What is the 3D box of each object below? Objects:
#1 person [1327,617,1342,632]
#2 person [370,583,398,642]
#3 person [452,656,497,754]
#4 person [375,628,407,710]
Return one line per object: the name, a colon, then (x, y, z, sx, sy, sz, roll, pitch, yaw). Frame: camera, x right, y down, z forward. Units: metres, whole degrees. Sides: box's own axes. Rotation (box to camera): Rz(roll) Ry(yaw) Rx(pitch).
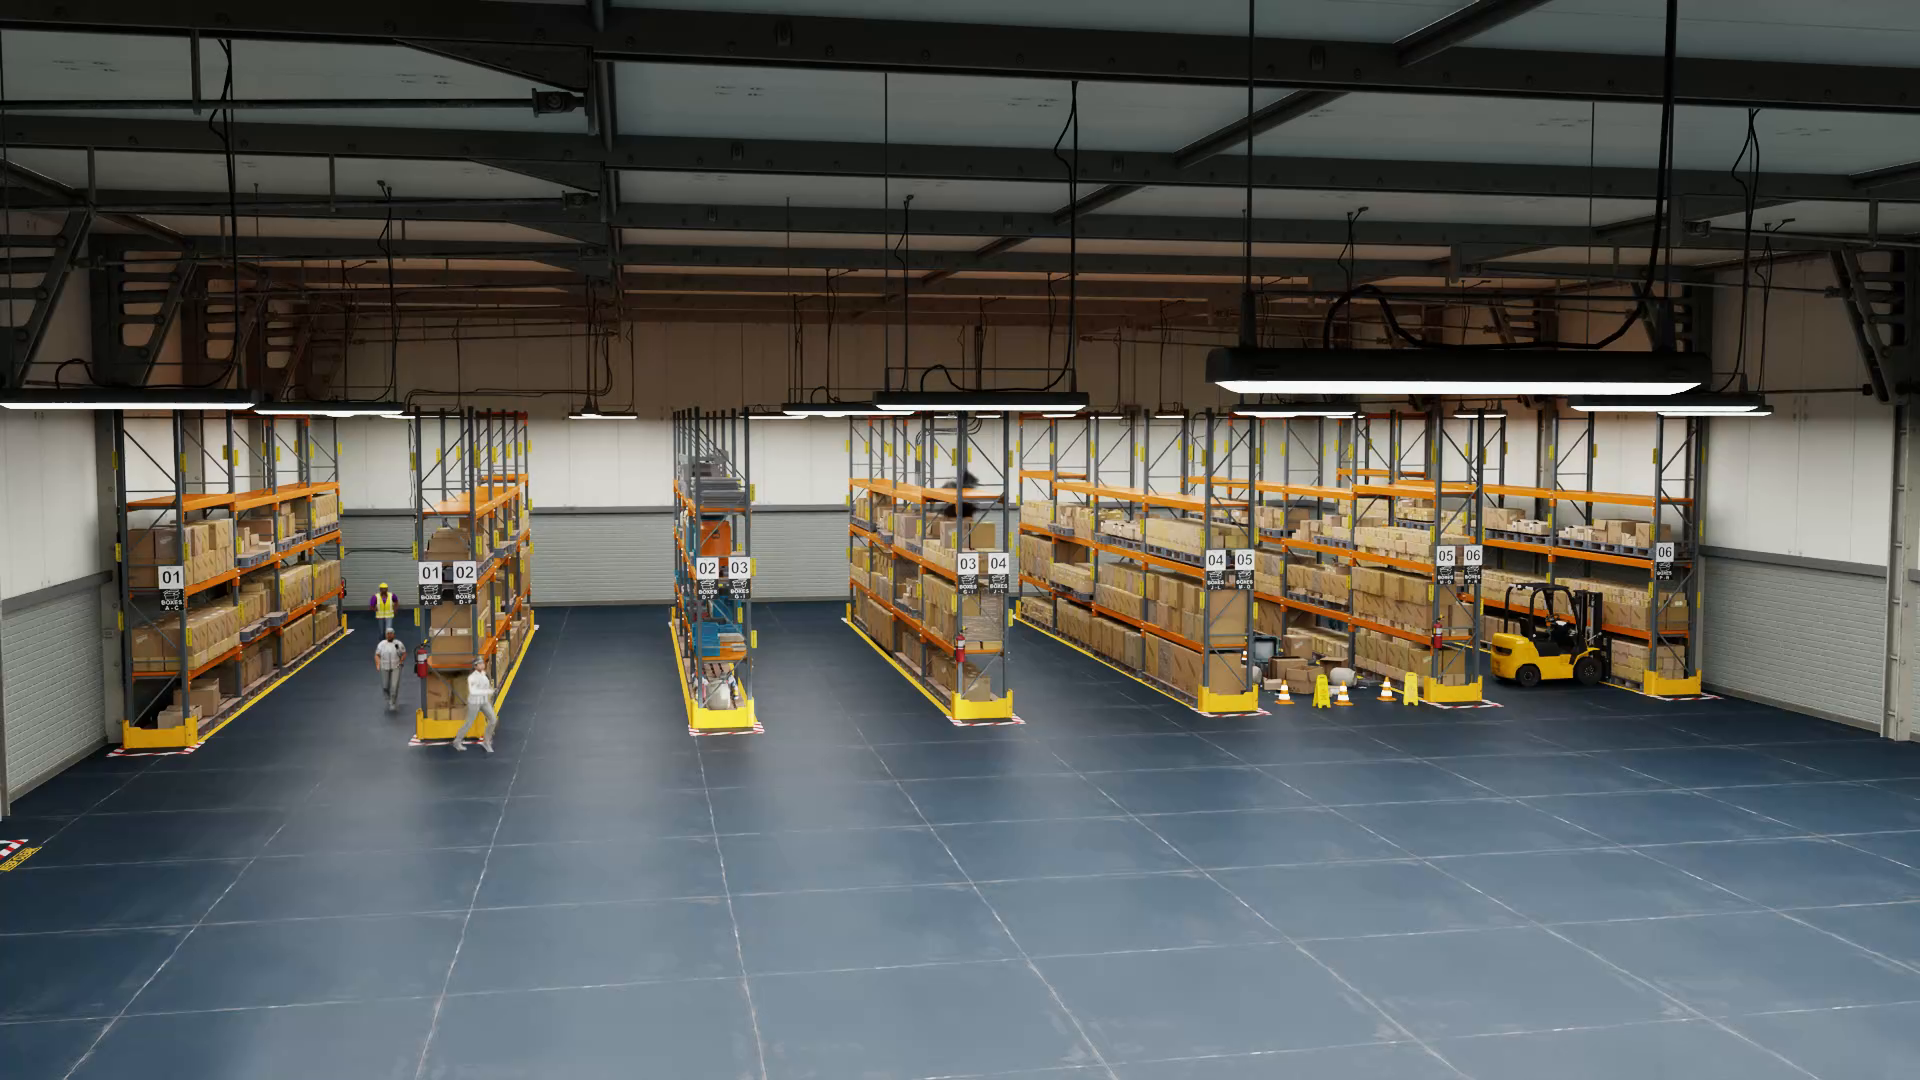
person: (9.957, 1.815, 43.872, 0.521, 1.597, 0.717, -1, 4, -9)
person: (-14.129, 1.932, 40.793, 0.640, 1.796, 0.890, -1, 4, -14)
person: (-8.329, 2.840, 28.695, 0.863, 1.726, 0.625, 2, 4, 21)
person: (-11.367, 2.570, 33.233, 0.614, 1.617, 0.575, -1, 4, -17)
